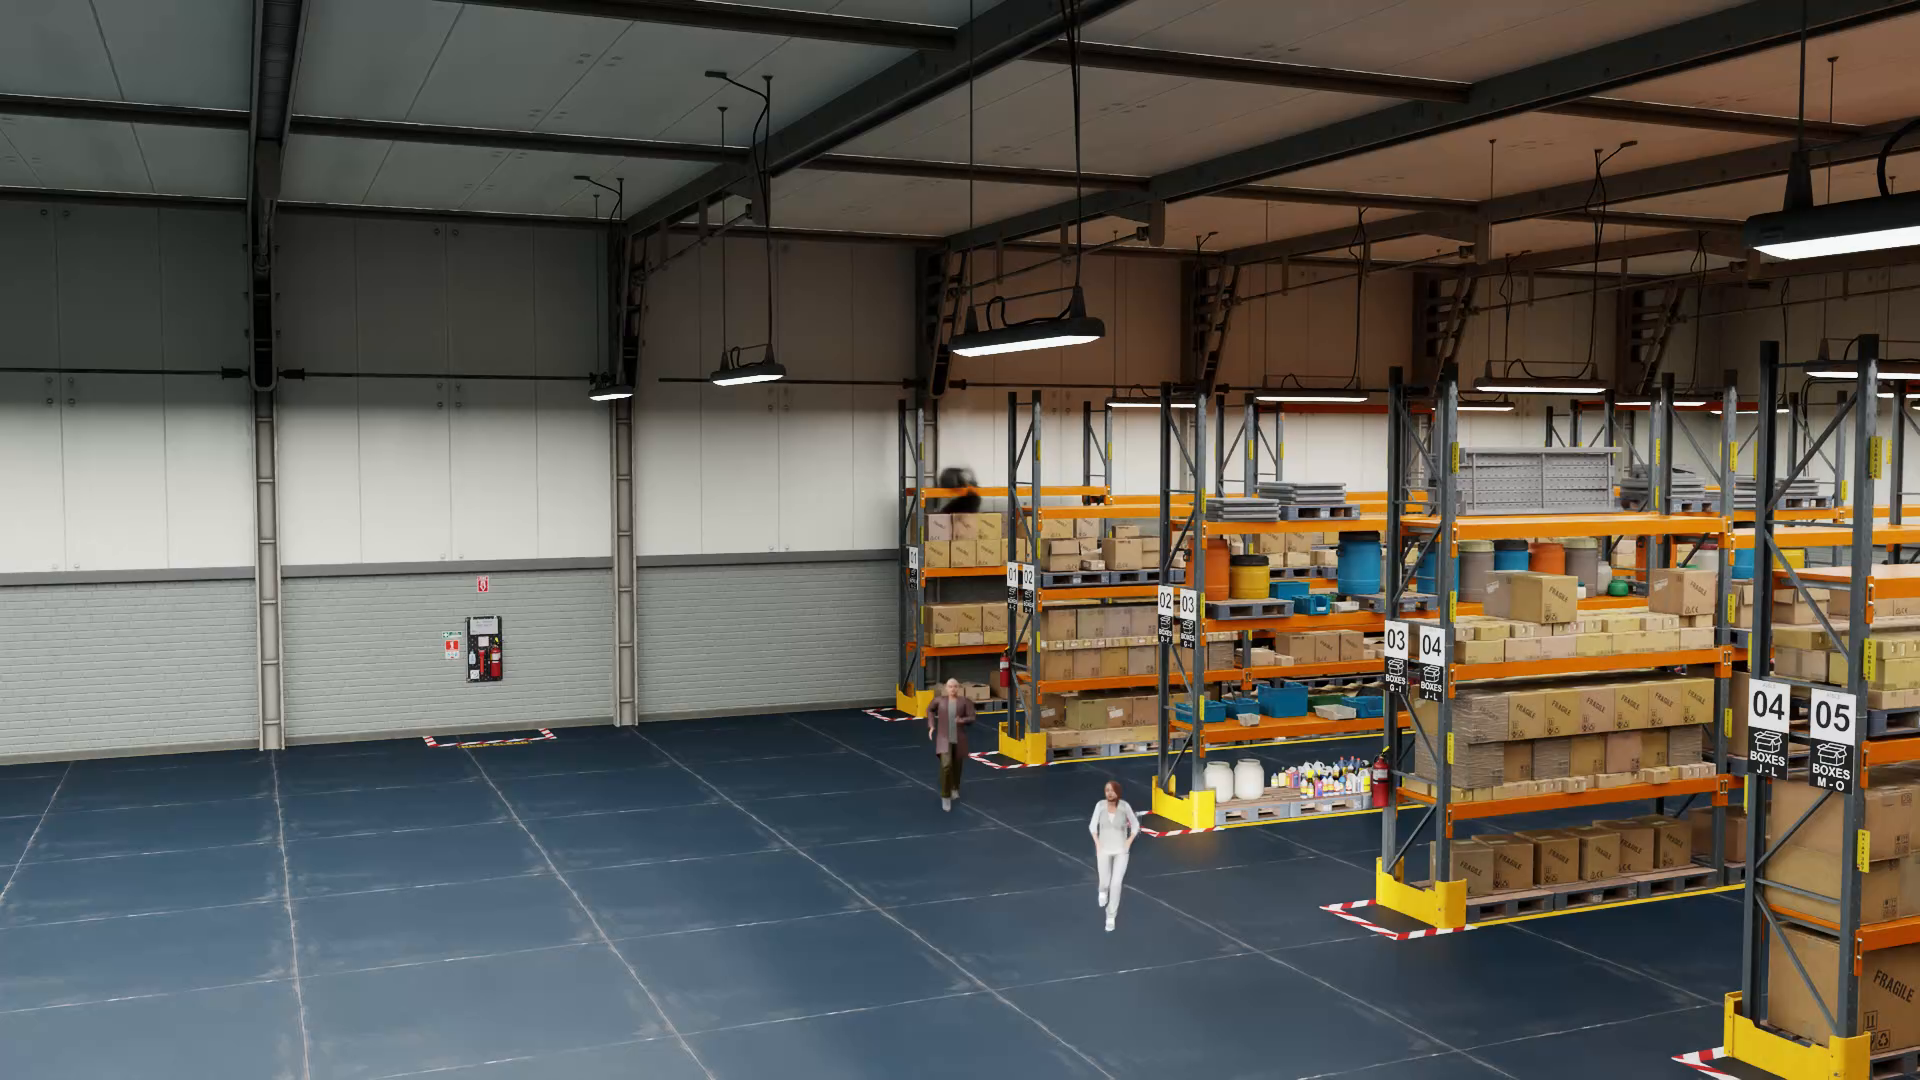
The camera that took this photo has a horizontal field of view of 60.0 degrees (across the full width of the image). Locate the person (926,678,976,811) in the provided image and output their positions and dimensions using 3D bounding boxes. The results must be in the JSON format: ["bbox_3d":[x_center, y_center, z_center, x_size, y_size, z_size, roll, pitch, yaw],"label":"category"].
[{"bbox_3d":[-0.118,2.889,23.664,0.673,1.849,0.859,0,3,-7],"label":"person"}]

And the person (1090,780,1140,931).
[{"bbox_3d":[1.661,3.347,17.869,0.539,1.579,0.614,1,3,10],"label":"person"}]
